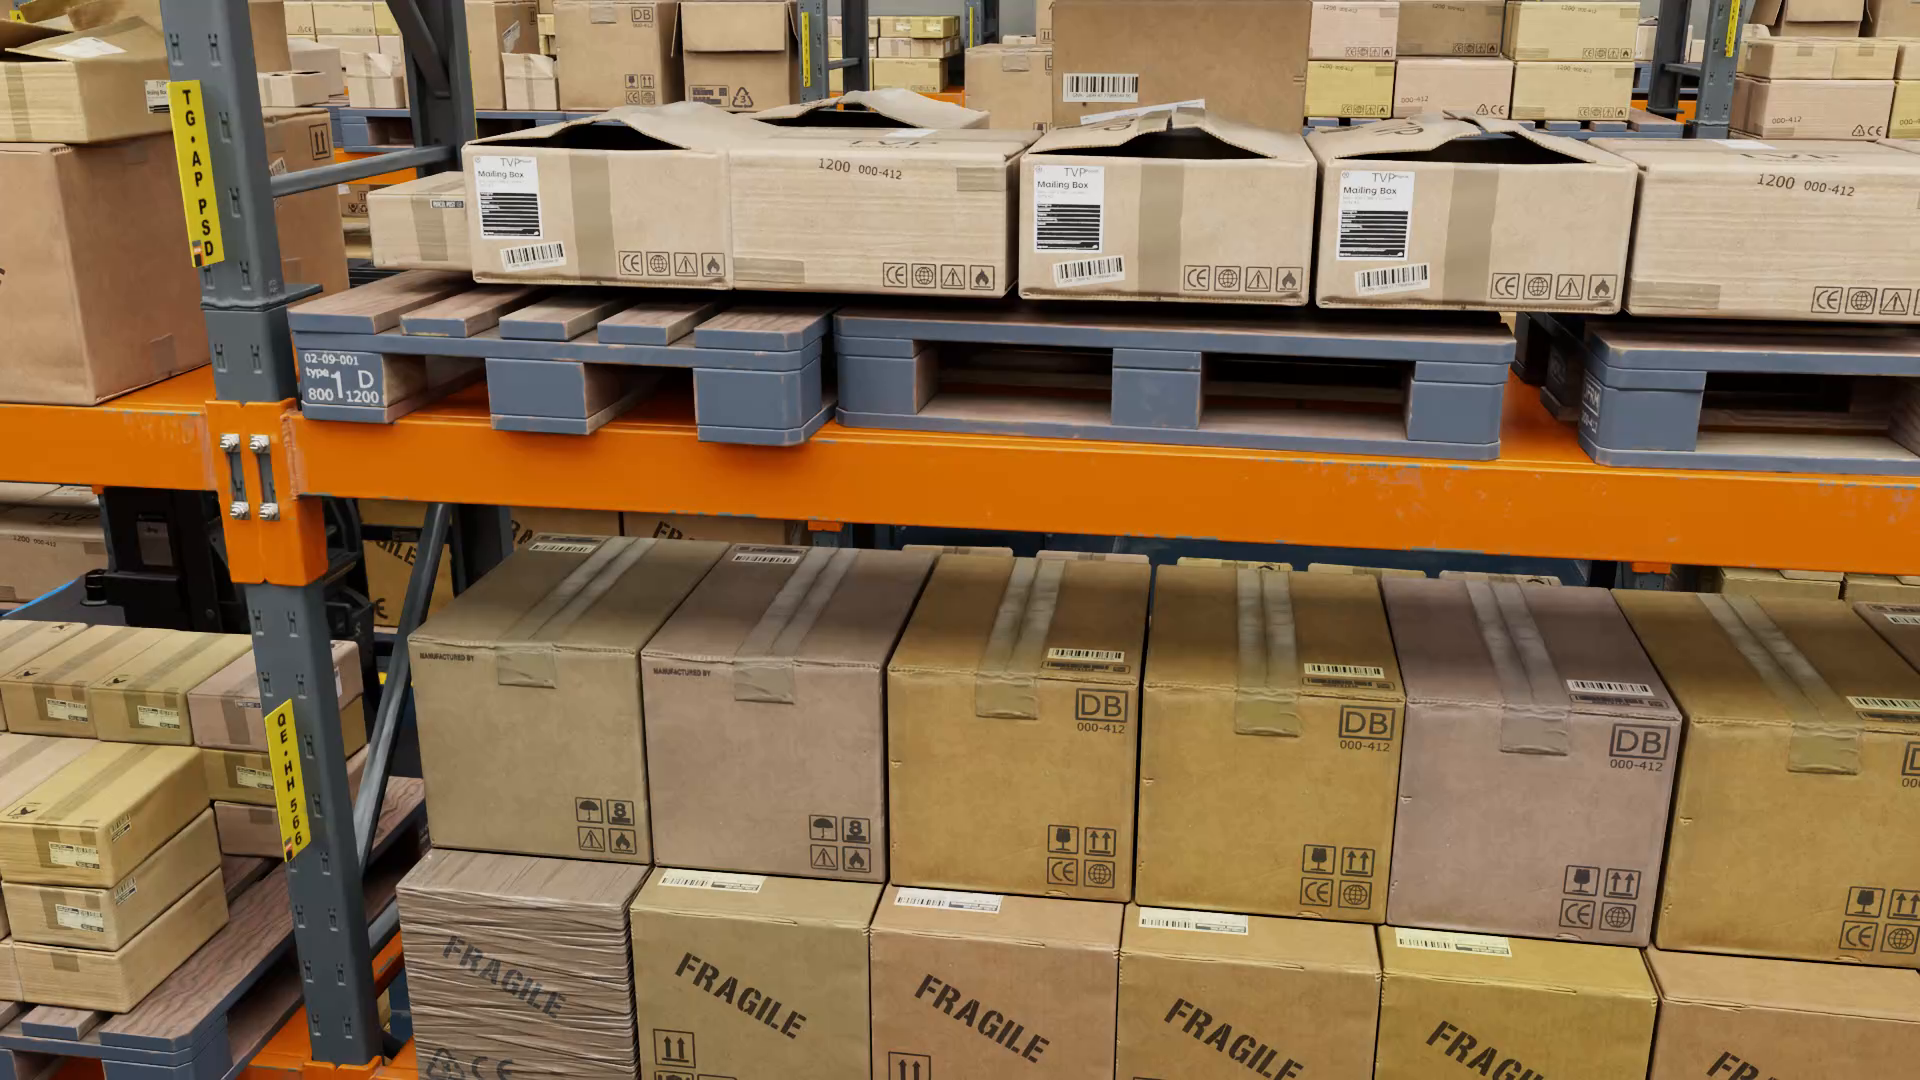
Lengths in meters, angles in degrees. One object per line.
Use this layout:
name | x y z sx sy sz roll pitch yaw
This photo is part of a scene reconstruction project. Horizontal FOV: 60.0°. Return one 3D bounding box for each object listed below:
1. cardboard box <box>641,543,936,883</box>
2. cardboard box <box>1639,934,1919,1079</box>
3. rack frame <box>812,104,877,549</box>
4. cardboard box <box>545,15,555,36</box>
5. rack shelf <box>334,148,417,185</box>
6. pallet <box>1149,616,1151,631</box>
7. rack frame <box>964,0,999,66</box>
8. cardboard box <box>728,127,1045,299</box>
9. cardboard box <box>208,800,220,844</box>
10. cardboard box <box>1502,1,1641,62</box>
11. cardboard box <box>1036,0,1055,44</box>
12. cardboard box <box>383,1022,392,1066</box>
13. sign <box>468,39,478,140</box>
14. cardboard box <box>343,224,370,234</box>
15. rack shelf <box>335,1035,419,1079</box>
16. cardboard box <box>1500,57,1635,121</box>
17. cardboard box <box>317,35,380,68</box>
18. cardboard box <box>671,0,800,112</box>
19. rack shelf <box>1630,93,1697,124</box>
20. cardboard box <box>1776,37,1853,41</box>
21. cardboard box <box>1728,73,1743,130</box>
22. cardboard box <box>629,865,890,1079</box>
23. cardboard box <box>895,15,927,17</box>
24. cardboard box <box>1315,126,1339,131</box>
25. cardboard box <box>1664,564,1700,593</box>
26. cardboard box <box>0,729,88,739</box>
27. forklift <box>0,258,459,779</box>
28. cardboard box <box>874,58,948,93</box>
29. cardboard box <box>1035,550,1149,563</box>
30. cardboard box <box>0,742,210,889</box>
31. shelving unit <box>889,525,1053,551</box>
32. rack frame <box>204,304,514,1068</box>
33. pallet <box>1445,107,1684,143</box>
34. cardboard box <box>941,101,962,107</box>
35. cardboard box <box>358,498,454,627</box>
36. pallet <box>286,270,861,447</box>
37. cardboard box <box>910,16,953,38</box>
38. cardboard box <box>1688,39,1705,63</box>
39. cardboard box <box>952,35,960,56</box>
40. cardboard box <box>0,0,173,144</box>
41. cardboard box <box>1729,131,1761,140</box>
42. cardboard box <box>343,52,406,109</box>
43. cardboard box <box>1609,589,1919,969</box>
cardboard box | -0.355 0.363 3.759 0.500 0.500 0.700 3 19 8
cardboard box | 1.596 1.019 3.371 0.500 0.500 0.500 3 19 8
rack frame | -0.611 -0.722 8.735 0.127 3.000 1.000 3 19 9
cardboard box | -3.033 -4.000 12.912 0.250 0.149 0.380 3 19 8
rack shelf | -2.586 -1.904 8.674 4.000 0.370 1.077 3 19 9
pallet | 1.361 0.702 8.873 1.213 0.211 1.003 3 19 9
rack frame | 0.173 -5.123 12.431 0.127 3.000 1.000 3 19 9
cardboard box | -0.122 -0.634 3.160 0.500 0.250 0.500 3 19 10
cardboard box | -1.971 0.654 4.355 0.250 0.149 0.380 4 19 11
cardboard box | 2.746 -2.298 7.503 0.500 0.250 0.500 3 19 10
cardboard box | 0.849 -3.881 12.471 0.500 0.500 0.500 3 19 9
cardboard box | -1.954 1.704 4.760 0.500 0.500 0.500 2 19 6
sign | -1.200 -1.045 4.033 0.005 0.325 0.100 3 19 9
cardboard box | -3.567 -1.478 9.259 0.500 0.500 0.500 3 19 10
rack shelf | 0.678 1.275 3.898 4.000 0.370 1.077 3 19 9
cardboard box | 2.739 -2.056 7.567 0.500 0.250 0.500 3 19 8
cardboard box | -4.808 -3.940 13.392 0.500 0.250 0.500 2 19 7
cardboard box | -1.007 -2.365 8.091 0.637 0.503 0.797 2 19 5
rack shelf | 6.097 -3.057 12.119 4.000 0.370 1.077 3 19 9
cardboard box | 3.955 -2.266 7.760 0.250 0.149 0.380 2 19 7
cardboard box | 3.819 -2.076 7.819 0.500 0.250 0.500 3 19 8
cardboard box | -0.394 0.918 3.675 0.500 0.500 0.500 3 19 8
cardboard box | -0.393 -4.086 13.200 0.250 0.149 0.380 3 19 9
cardboard box | 0.839 -0.731 3.426 0.258 0.266 0.396 3 19 9
cardboard box | 3.965 0.174 8.546 0.500 0.500 0.500 3 19 8
cardboard box | -2.274 0.500 4.347 0.250 0.149 0.380 2 19 7
forklift | -2.543 -0.028 6.767 3.031 2.935 1.130 3 19 9
cardboard box | -0.373 -3.579 12.781 0.500 0.250 0.500 2 19 7
cardboard box | 0.675 0.391 8.887 0.625 0.372 0.950 3 19 8
cardboard box | -1.853 0.590 3.608 0.250 0.149 0.380 2 19 6
shelving unit | 0.084 -0.707 11.052 1.048 1.500 0.538 3 19 9
rack frame | -1.296 0.833 4.085 0.127 3.000 1.000 3 19 9
pallet | 2.746 -1.919 7.880 1.003 0.211 1.213 3 19 9
cardboard box | -0.075 -1.999 8.035 0.258 0.266 0.396 3 19 9
cardboard box | -3.042 -0.066 9.460 0.875 0.875 0.875 3 19 10
pallet | -0.652 -0.484 3.592 1.003 0.211 1.213 4 19 11
cardboard box | -0.214 -3.884 12.595 0.250 0.149 0.380 4 19 10
cardboard box | 5.276 -3.470 11.795 0.250 0.149 0.380 3 19 10
cardboard box | -0.150 -3.911 13.146 0.250 0.149 0.380 3 19 9
cardboard box | -1.737 -0.938 3.289 0.258 0.266 0.396 3 19 9
cardboard box | 3.610 -1.731 7.418 0.250 0.149 0.380 3 19 8
cardboard box | -2.812 -2.280 8.213 0.258 0.266 0.396 4 19 13
cardboard box | 1.654 0.465 3.453 0.500 0.500 0.700 3 19 8
